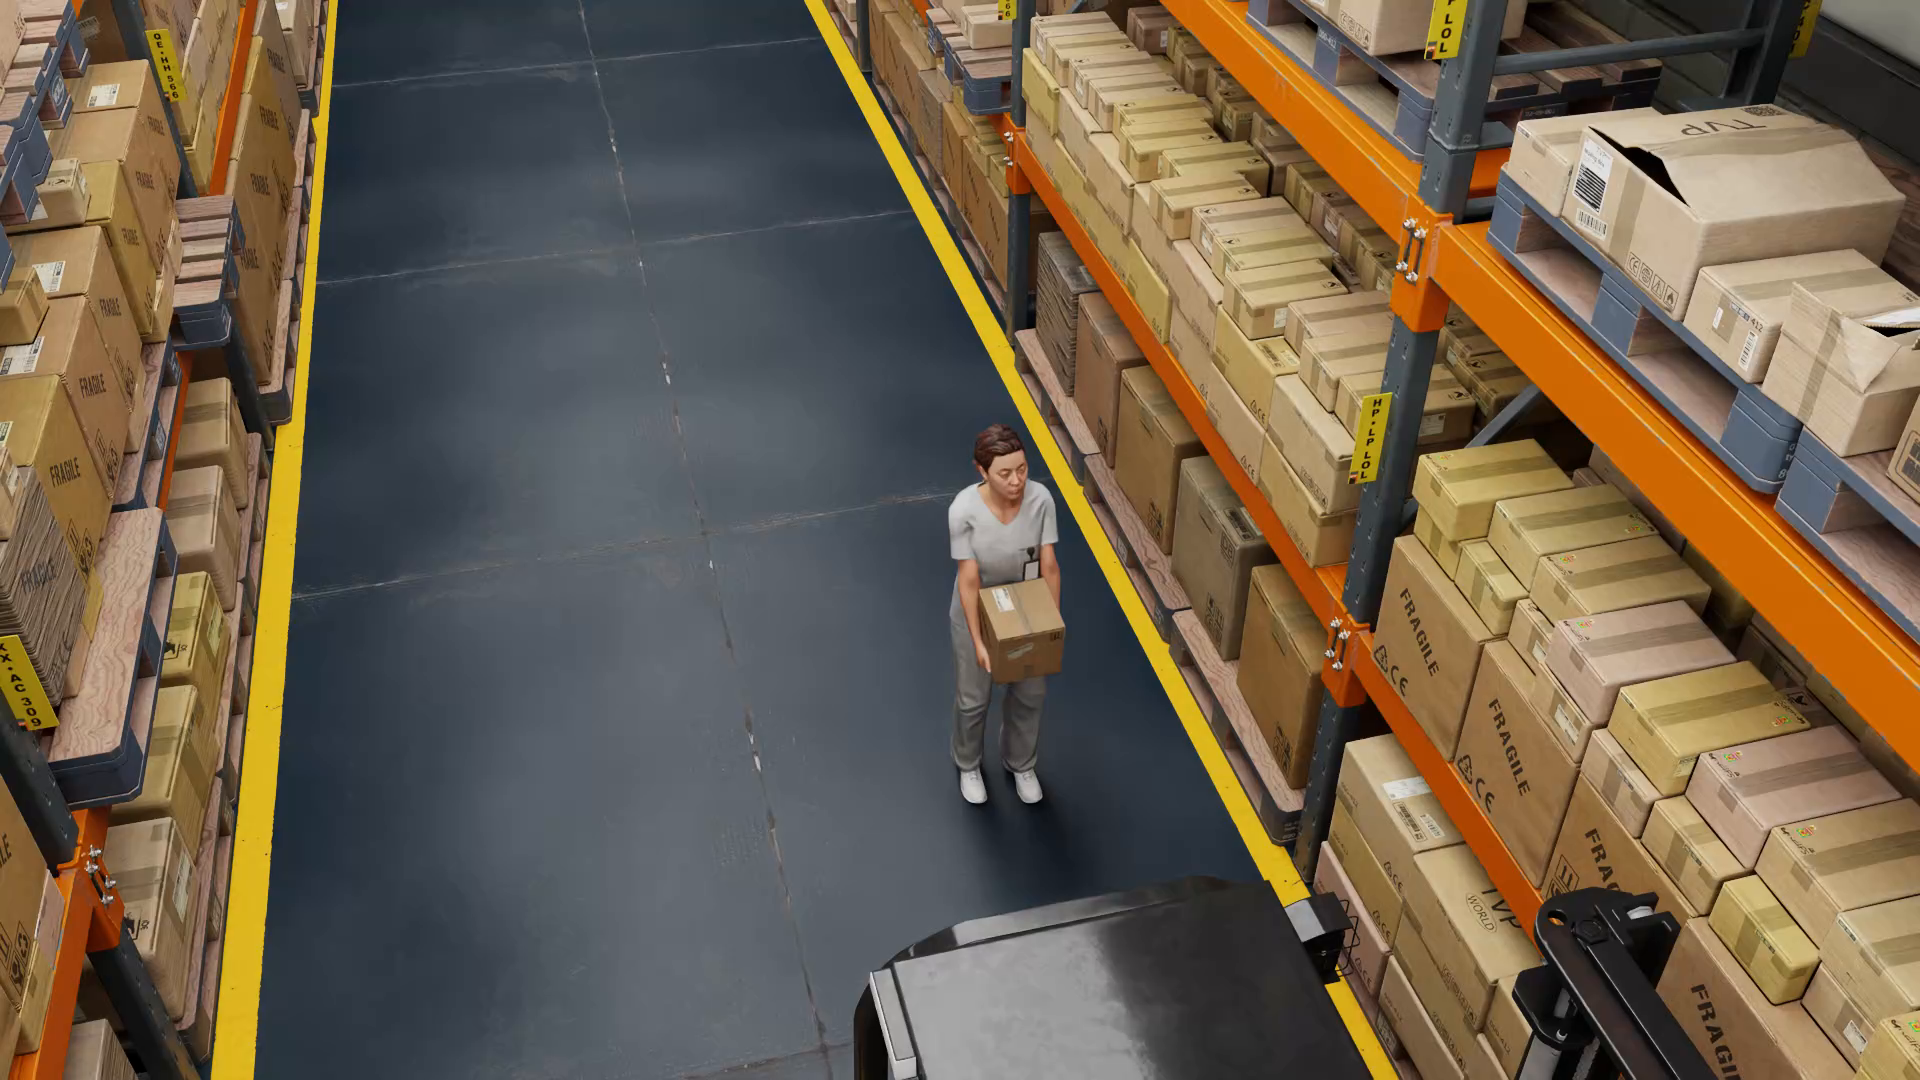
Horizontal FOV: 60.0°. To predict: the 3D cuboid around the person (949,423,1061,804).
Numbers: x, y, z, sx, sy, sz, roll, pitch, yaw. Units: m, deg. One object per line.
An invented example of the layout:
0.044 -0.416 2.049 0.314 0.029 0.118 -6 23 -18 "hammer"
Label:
0.172 0.334 6.242 0.409 1.668 0.525 -10 39 -12 "person"
